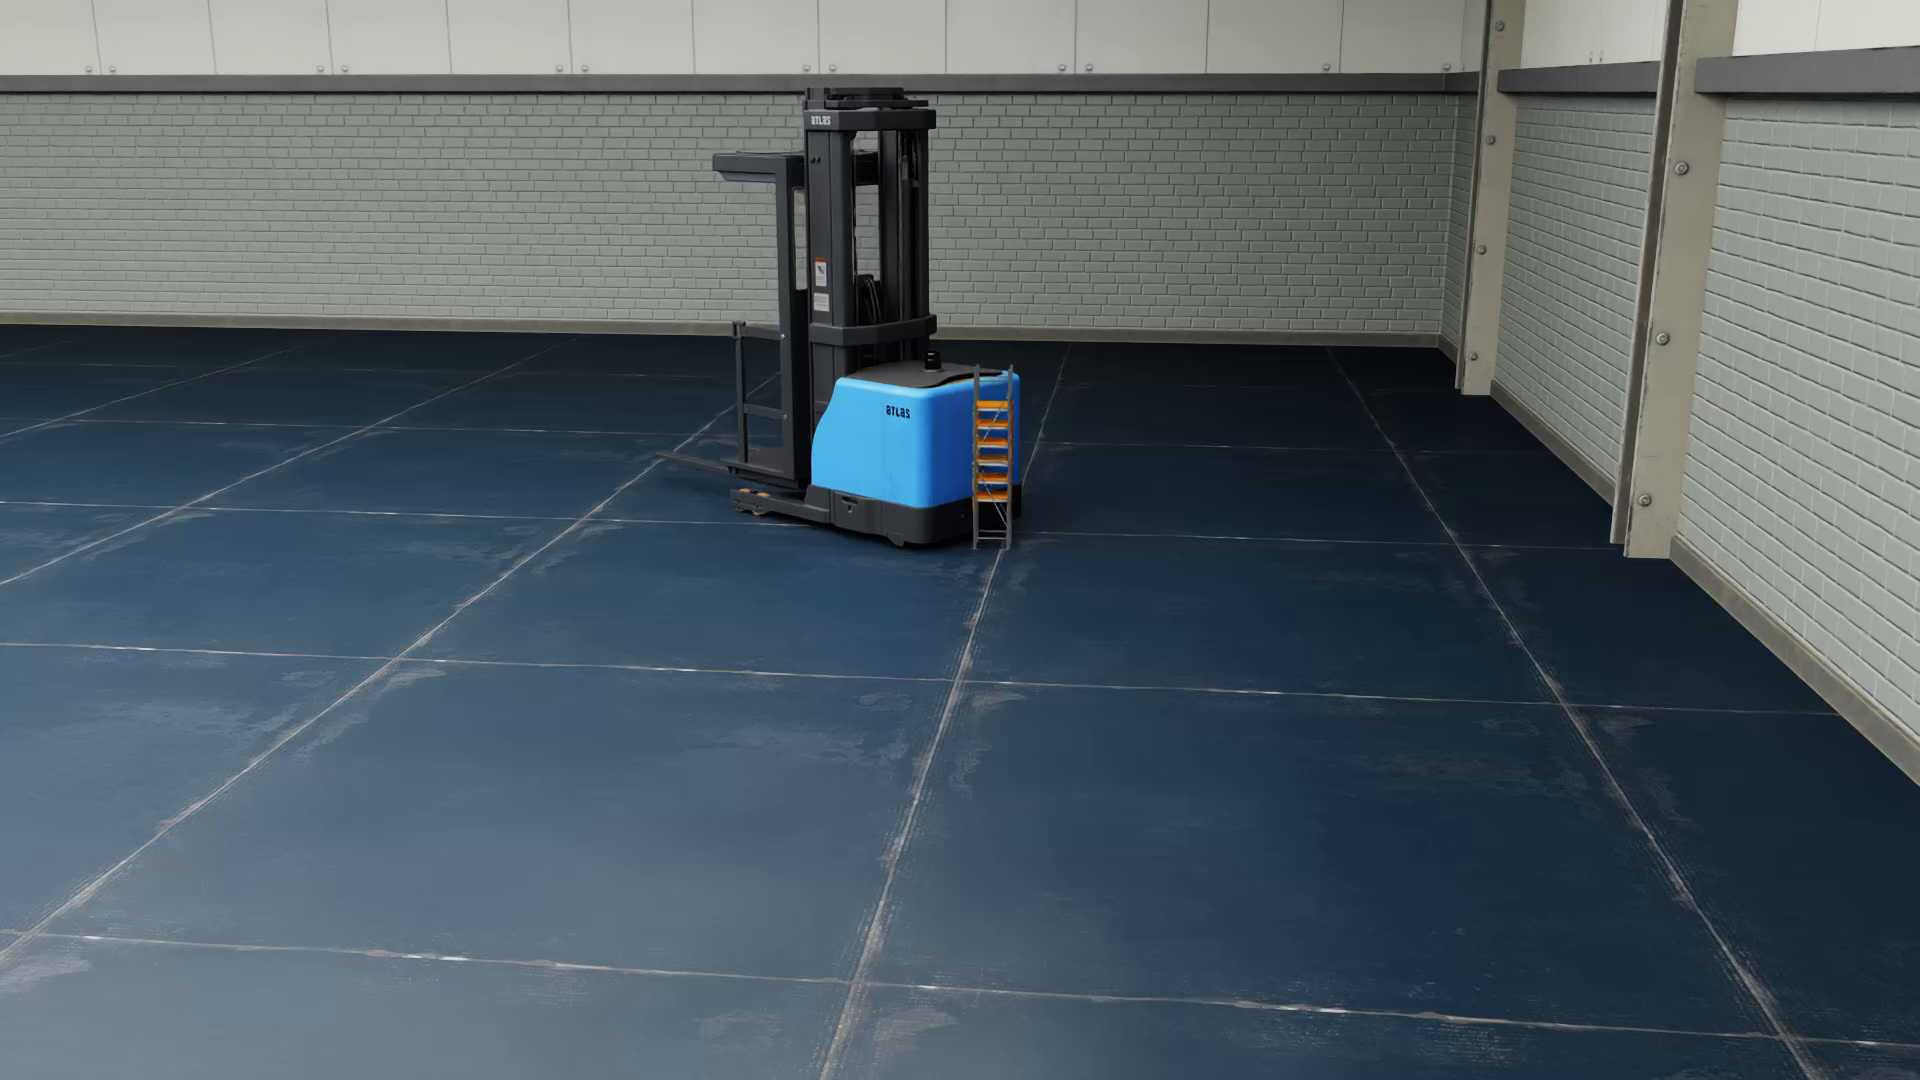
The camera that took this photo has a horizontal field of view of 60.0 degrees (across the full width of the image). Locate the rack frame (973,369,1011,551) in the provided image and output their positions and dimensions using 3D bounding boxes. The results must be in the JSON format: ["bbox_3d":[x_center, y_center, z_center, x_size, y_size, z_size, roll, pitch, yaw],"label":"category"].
[{"bbox_3d":[0.207,-0.510,10.751,0.240,1.200,0.006,1,15,5],"label":"rack frame"}]

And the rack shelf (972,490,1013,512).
[{"bbox_3d":[0.216,-0.260,10.913,0.258,0.103,0.180,1,15,5],"label":"rack shelf"}]

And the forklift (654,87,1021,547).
[{"bbox_3d":[-1.012,-1.673,11.734,3.031,2.935,1.130,13,20,40],"label":"forklift"}]

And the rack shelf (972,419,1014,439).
[{"bbox_3d":[0.216,-0.723,10.787,0.258,0.103,0.180,1,15,5],"label":"rack shelf"}]

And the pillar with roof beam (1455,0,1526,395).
[{"bbox_3d":[0.878,-5.962,15.972,9.100,9.000,0.400,2,15,6],"label":"pillar with roof beam"}]

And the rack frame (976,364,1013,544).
[{"bbox_3d":[0.224,-0.558,10.927,0.240,1.200,0.006,1,15,5],"label":"rack frame"}]

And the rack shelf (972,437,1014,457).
[{"bbox_3d":[0.216,-0.607,10.819,0.258,0.103,0.180,1,15,5],"label":"rack shelf"}]

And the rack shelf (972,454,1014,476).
[{"bbox_3d":[0.216,-0.491,10.850,0.258,0.103,0.180,1,15,5],"label":"rack shelf"}]

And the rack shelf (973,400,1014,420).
[{"bbox_3d":[0.216,-0.839,10.756,0.258,0.103,0.180,1,15,5],"label":"rack shelf"}]

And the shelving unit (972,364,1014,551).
[{"bbox_3d":[0.216,-0.534,10.839,0.258,1.200,0.189,1,15,5],"label":"shelving unit"}]

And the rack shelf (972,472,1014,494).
[{"bbox_3d":[0.216,-0.375,10.882,0.258,0.103,0.180,1,15,5],"label":"rack shelf"}]

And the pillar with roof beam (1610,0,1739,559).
[{"bbox_3d":[0.201,-4.406,10.217,9.100,9.000,0.400,2,15,6],"label":"pillar with roof beam"}]
